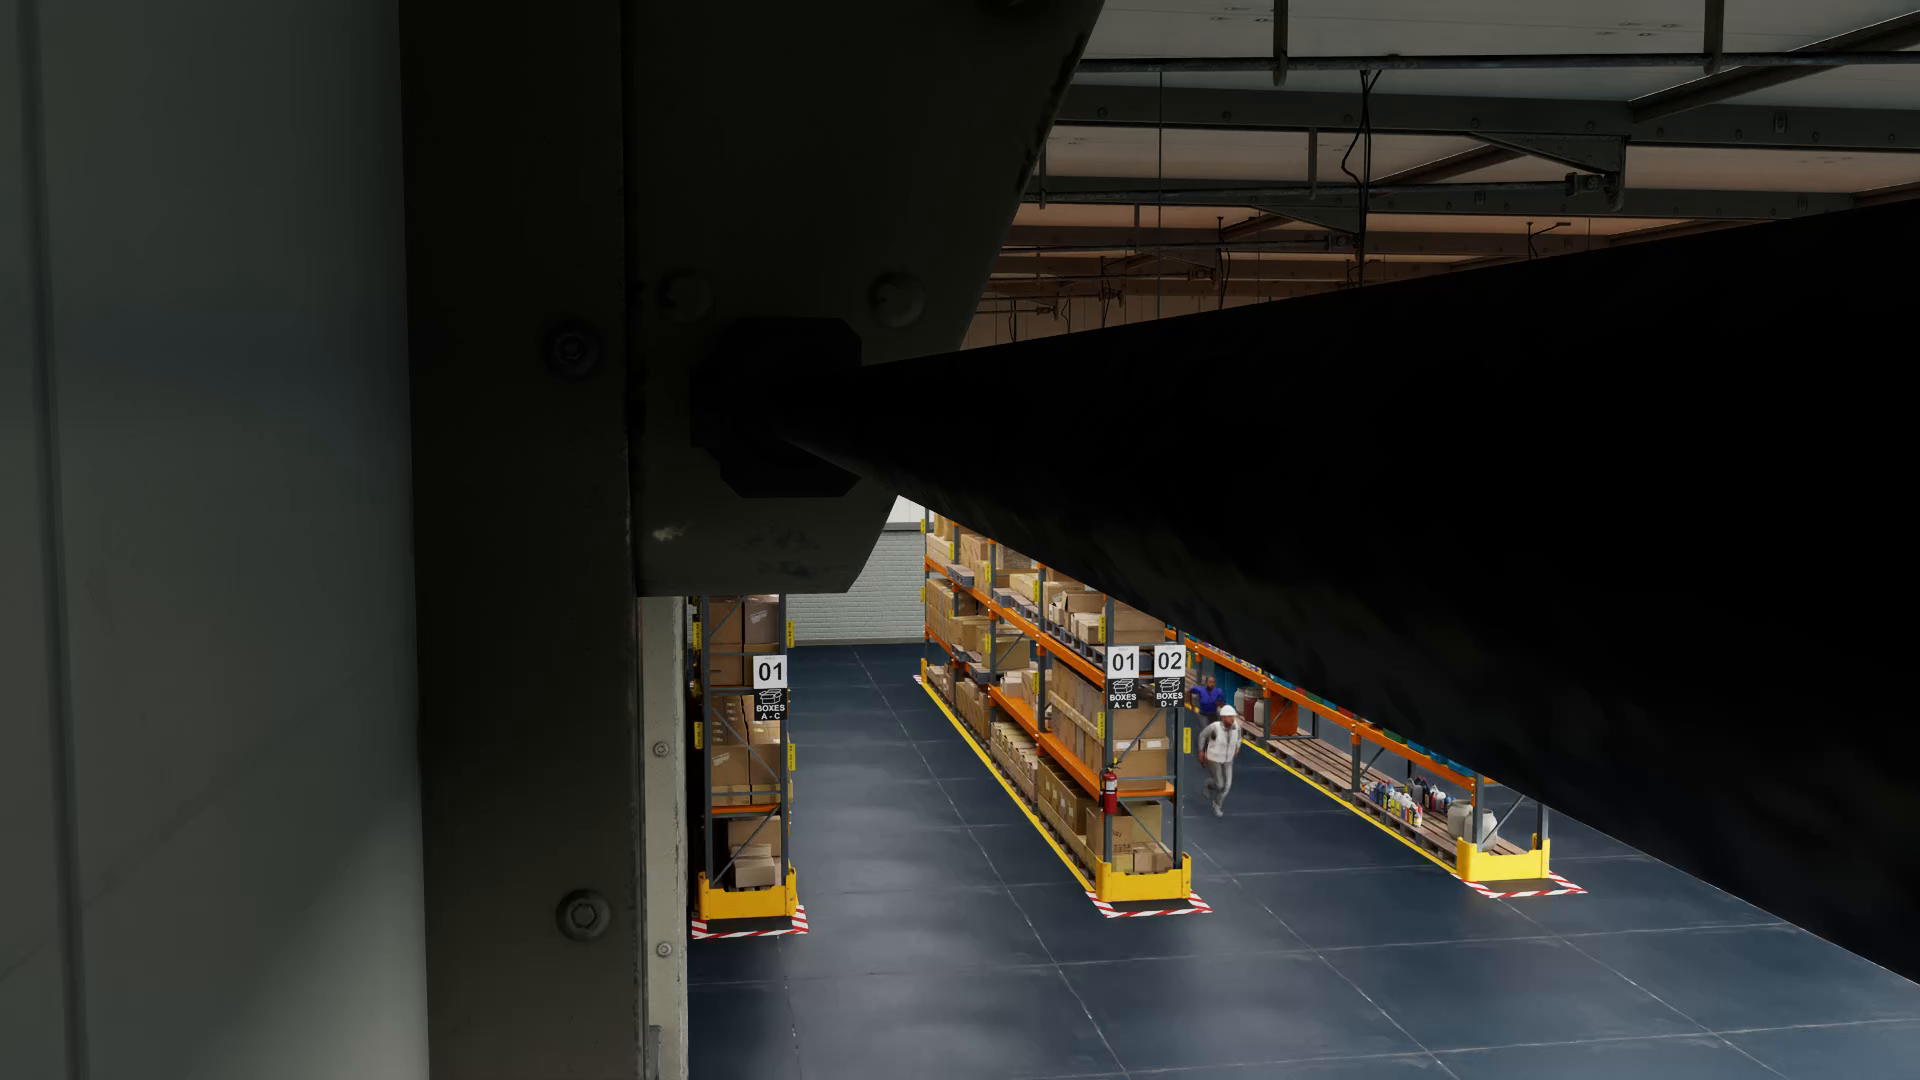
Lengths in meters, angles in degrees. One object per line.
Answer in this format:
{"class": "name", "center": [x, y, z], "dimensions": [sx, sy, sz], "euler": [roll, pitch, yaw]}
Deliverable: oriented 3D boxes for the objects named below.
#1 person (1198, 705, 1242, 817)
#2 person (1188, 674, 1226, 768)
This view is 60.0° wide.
{"class": "person", "center": [3.917, 3.300, 25.021], "dimensions": [0.650, 1.706, 0.747], "euler": [-2, 5, -23]}
{"class": "person", "center": [4.171, 3.098, 28.182], "dimensions": [0.550, 1.499, 0.885], "euler": [-1, 5, -10]}
